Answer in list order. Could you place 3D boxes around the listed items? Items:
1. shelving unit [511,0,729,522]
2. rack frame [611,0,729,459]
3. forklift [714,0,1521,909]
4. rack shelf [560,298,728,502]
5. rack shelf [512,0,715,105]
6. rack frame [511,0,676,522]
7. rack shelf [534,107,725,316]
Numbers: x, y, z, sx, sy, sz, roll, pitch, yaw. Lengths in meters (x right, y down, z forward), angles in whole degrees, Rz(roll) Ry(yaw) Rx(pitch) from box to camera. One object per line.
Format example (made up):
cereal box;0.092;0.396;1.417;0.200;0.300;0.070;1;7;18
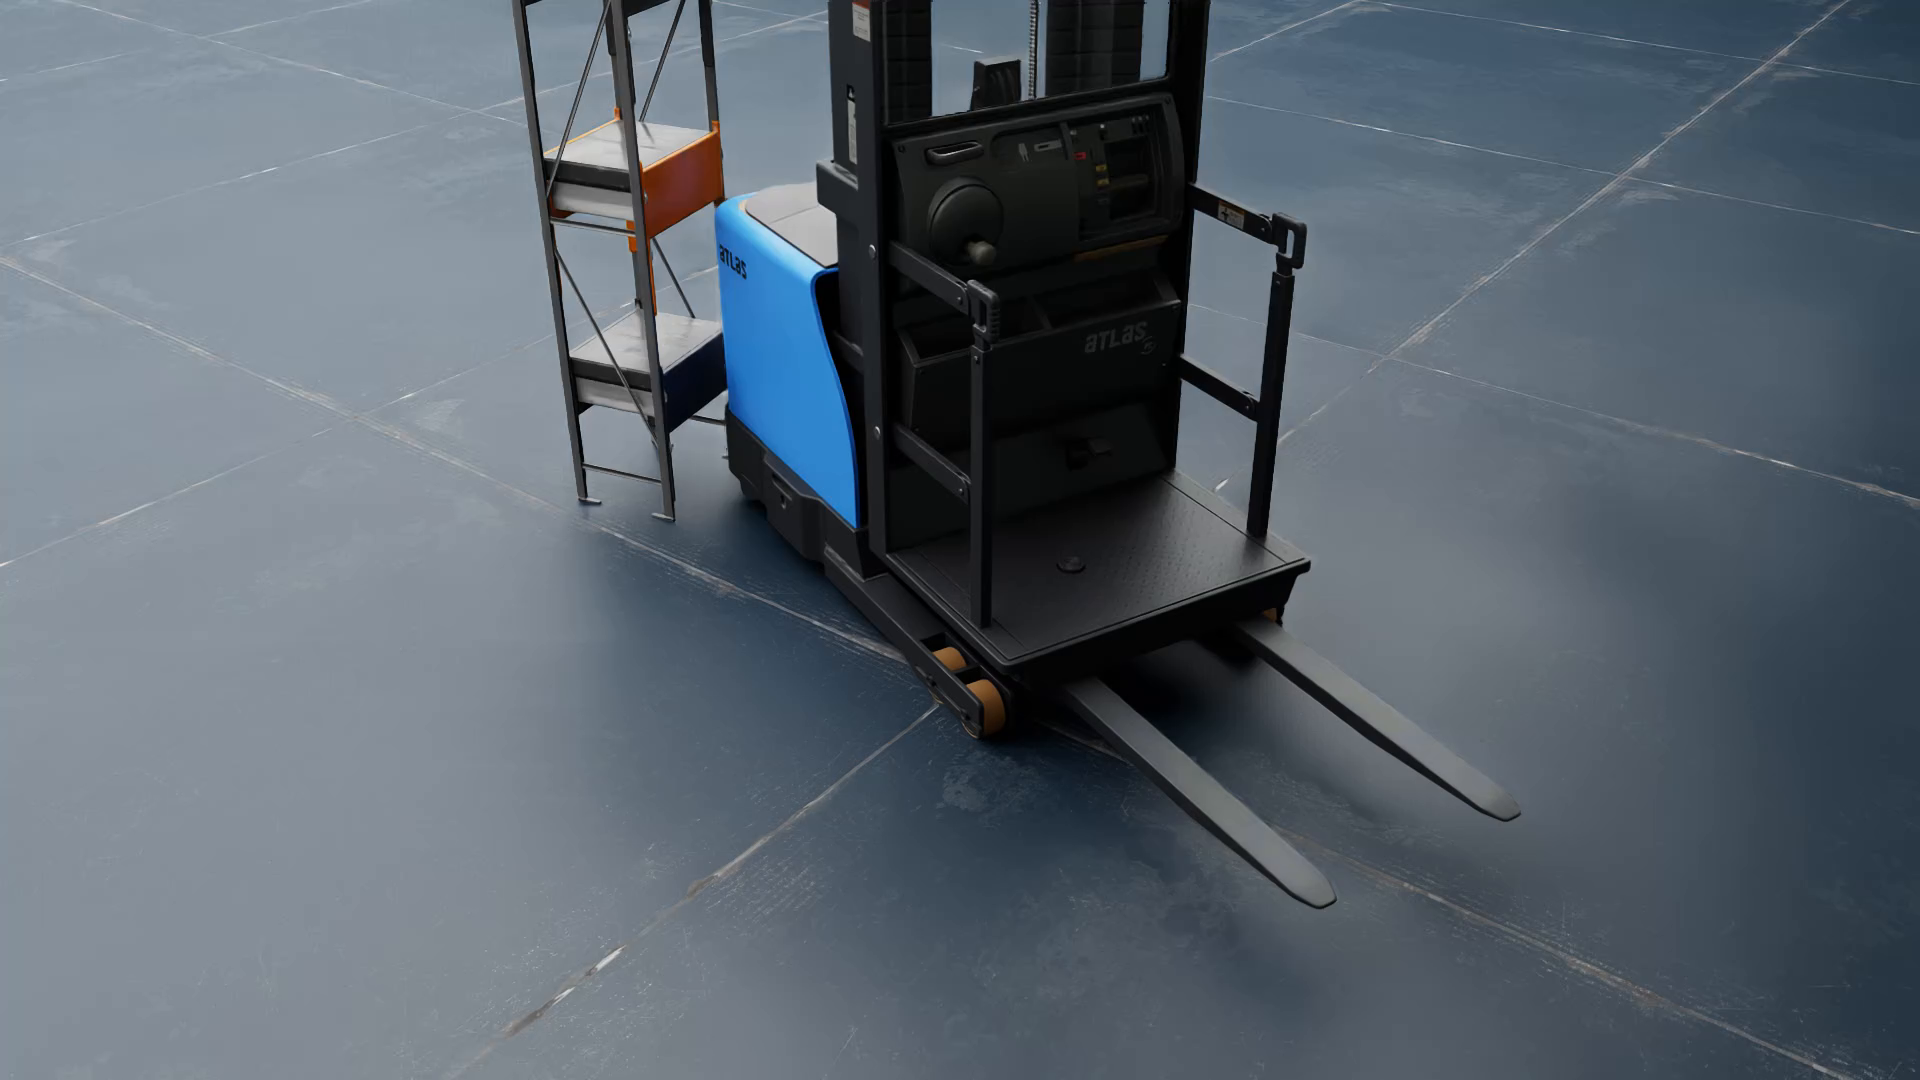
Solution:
shelving unit;-1.092;-1.124;5.587;0.431;2.100;0.503;12;33;20
rack frame;-0.996;-1.238;5.780;0.400;2.100;0.015;12;33;20
forklift;0.346;-0.962;4.498;1.130;2.935;3.031;-17;35;-26
rack shelf;-1.092;-0.510;5.951;0.431;0.518;0.480;12;33;20
rack shelf;-1.092;-1.714;5.237;0.431;0.518;0.480;12;33;20
rack frame;-1.189;-1.010;5.394;0.400;2.100;0.015;12;33;20
rack shelf;-1.092;-1.112;5.594;0.431;0.518;0.480;12;33;20
